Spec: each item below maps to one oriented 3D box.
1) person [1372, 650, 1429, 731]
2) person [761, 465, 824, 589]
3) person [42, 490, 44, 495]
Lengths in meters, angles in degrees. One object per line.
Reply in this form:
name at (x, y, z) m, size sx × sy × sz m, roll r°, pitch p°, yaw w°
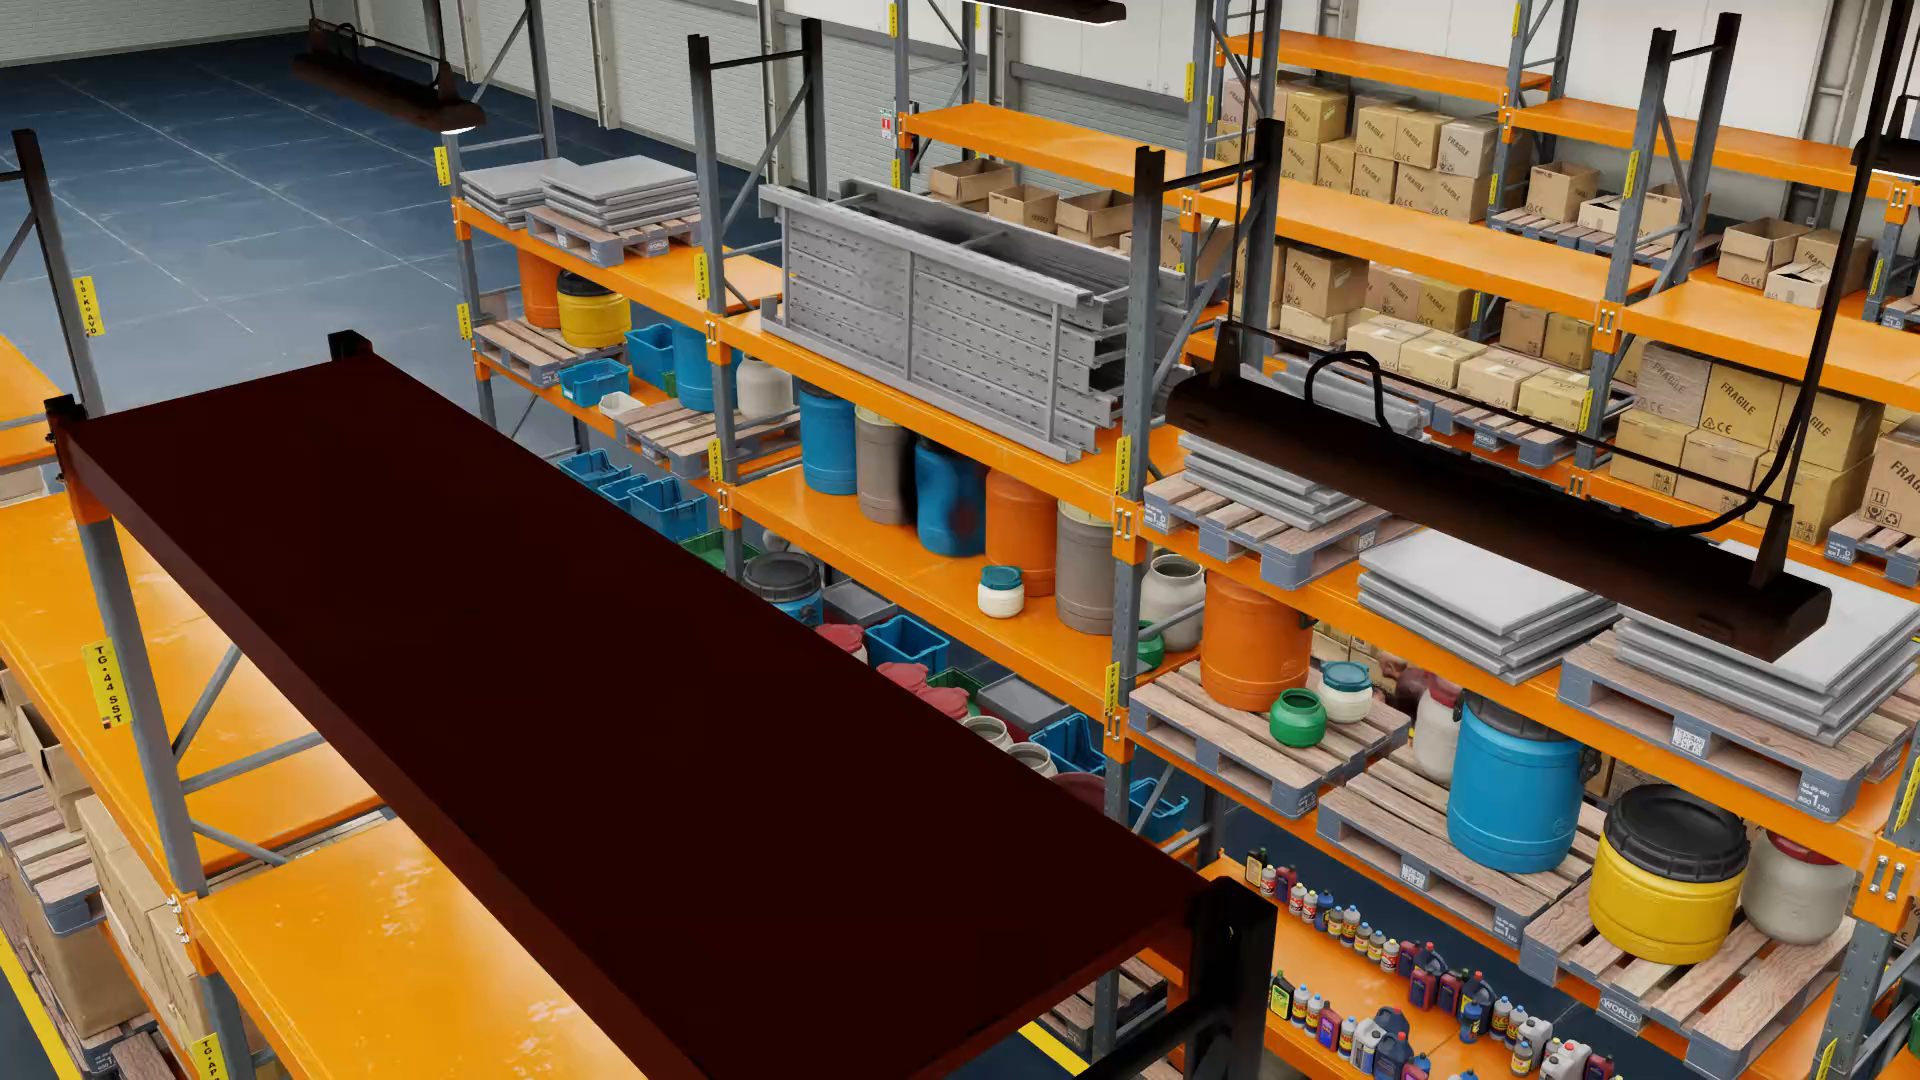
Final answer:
person at (3.419, 1.585, 12.307) m, size 1.038 × 1.582 × 0.729 m, roll 12°, pitch 29°, yaw 22°
person at (-1.732, -0.200, 16.302) m, size 0.780 × 1.634 × 0.636 m, roll -1°, pitch 27°, yaw -2°
person at (-9.270, -0.450, 16.586) m, size 0.747 × 1.729 × 0.713 m, roll -8°, pitch 28°, yaw -15°
